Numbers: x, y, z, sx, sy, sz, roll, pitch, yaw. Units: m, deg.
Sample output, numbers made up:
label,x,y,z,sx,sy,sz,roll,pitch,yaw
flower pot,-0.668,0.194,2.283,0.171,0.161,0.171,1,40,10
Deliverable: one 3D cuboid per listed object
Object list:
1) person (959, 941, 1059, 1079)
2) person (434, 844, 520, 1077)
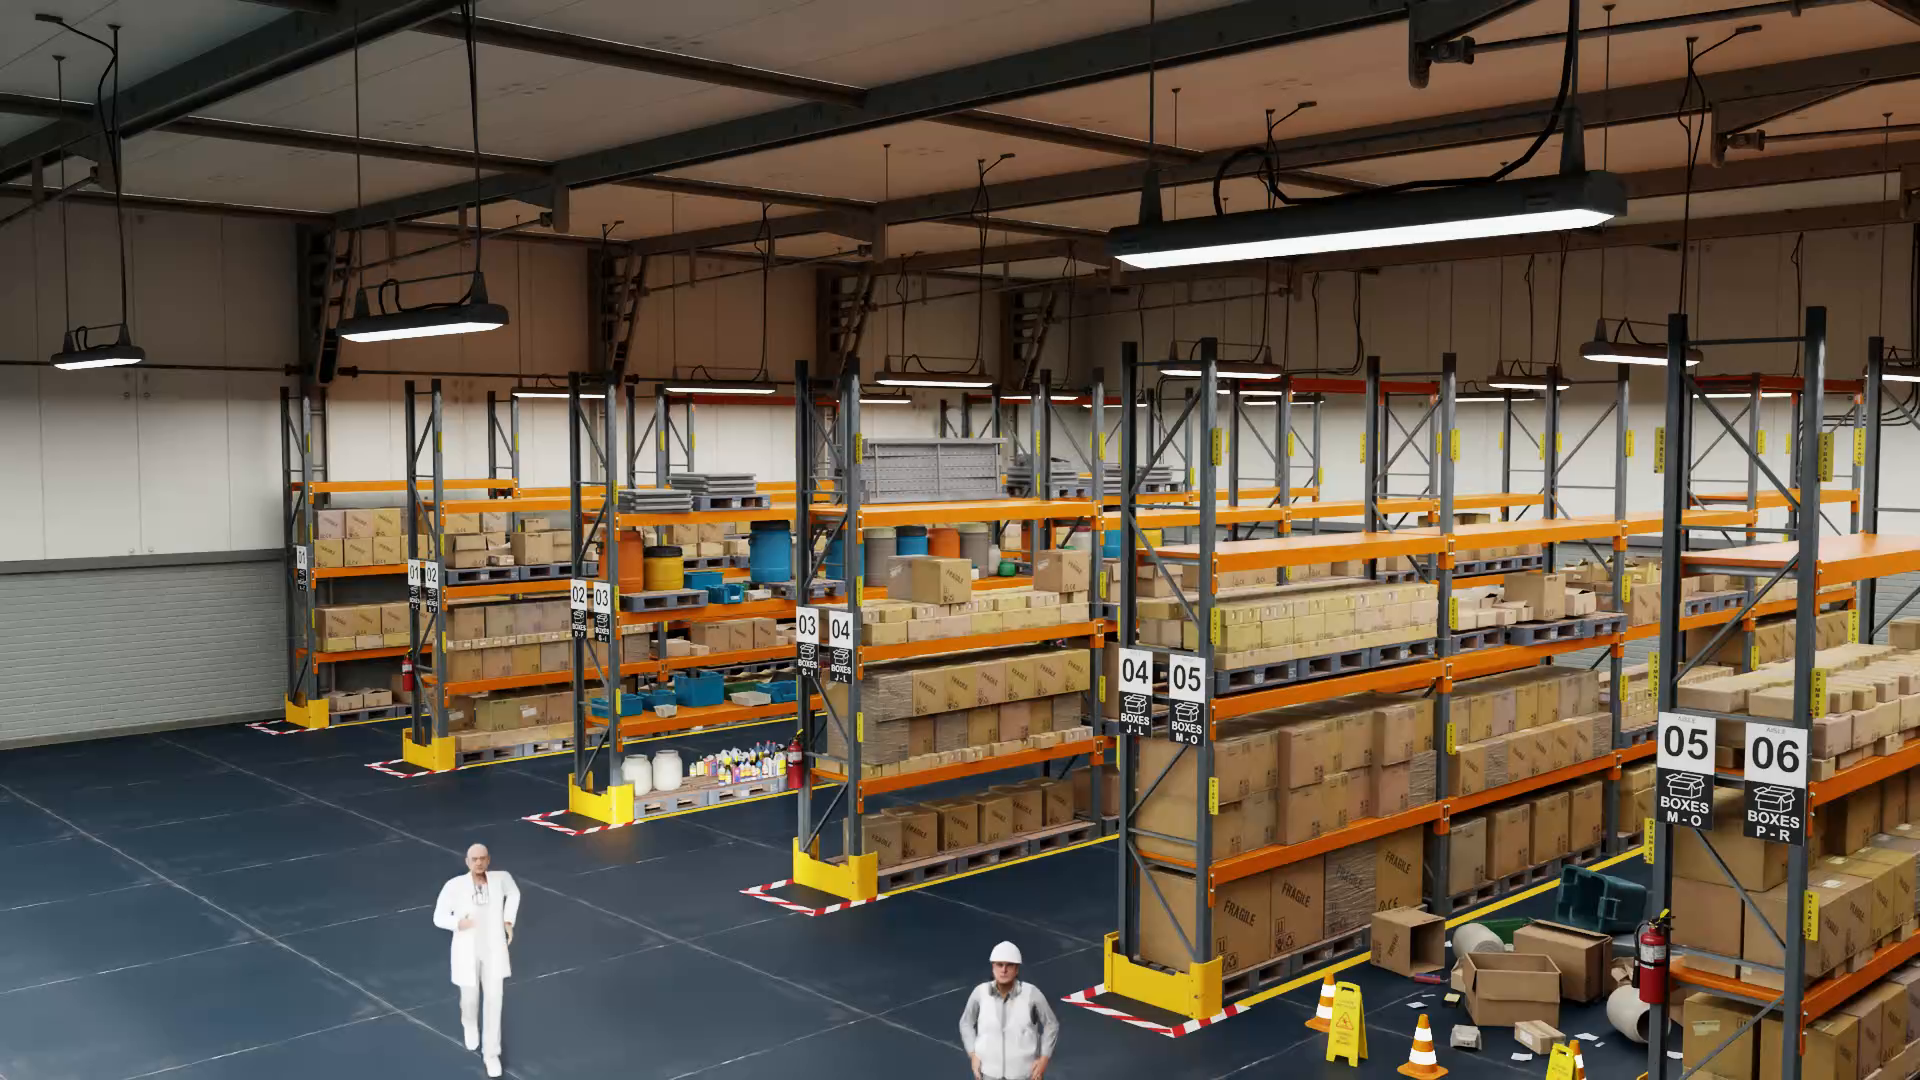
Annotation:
label,x,y,z,sx,sy,sz,roll,pitch,yaw
person,0.330,3.577,11.350,0.687,1.734,0.640,0,4,6
person,-3.925,3.367,13.592,0.710,1.770,1.001,-1,4,-22
